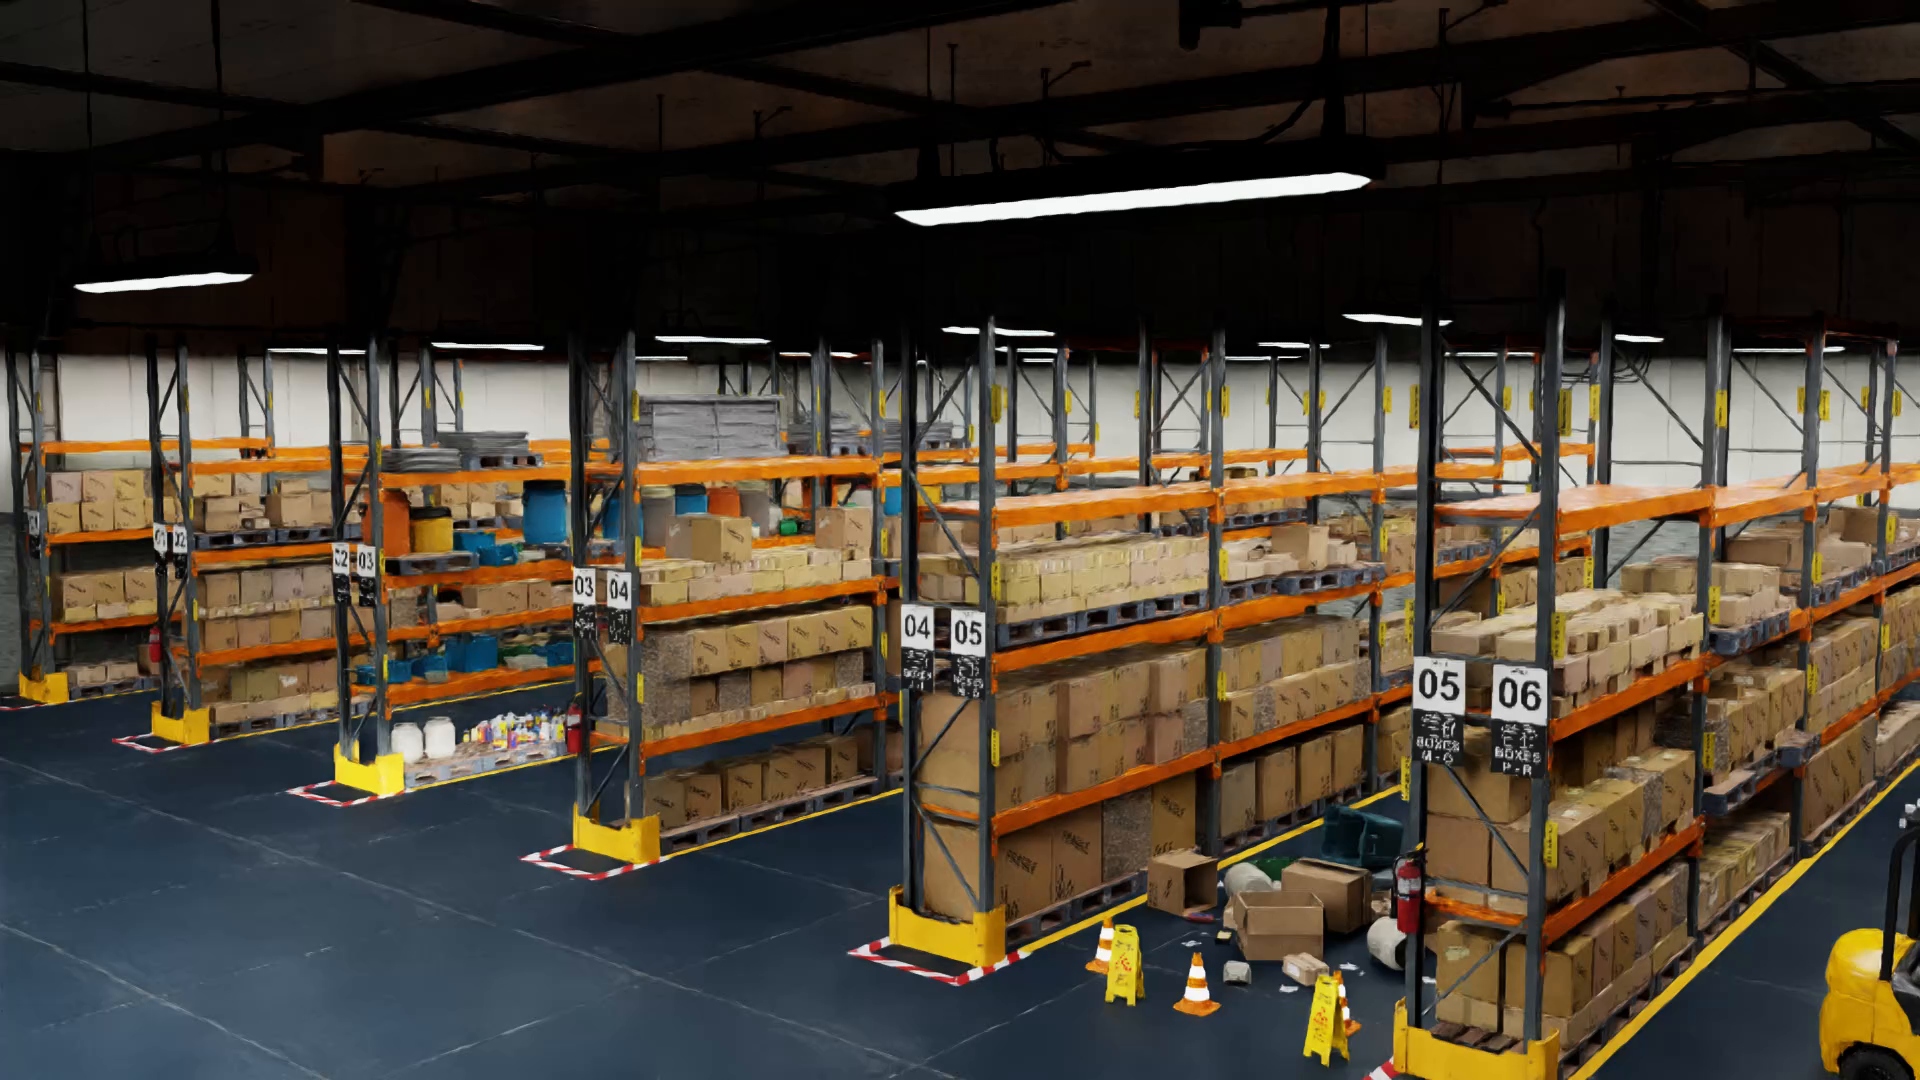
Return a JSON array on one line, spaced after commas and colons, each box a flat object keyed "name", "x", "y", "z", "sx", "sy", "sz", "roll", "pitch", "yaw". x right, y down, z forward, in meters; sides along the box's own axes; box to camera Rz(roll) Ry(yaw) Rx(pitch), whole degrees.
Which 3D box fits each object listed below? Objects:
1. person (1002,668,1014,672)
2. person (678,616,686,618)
[{"name": "person", "x": 0.682, "y": 2.338, "z": 21.881, "sx": 0.554, "sy": 1.712, "sz": 1.040, "roll": 4, "pitch": 7, "yaw": 38}, {"name": "person", "x": -4.780, "y": 1.816, "z": 28.283, "sx": 0.639, "sy": 1.632, "sz": 0.506, "roll": 4, "pitch": 6, "yaw": 37}]
